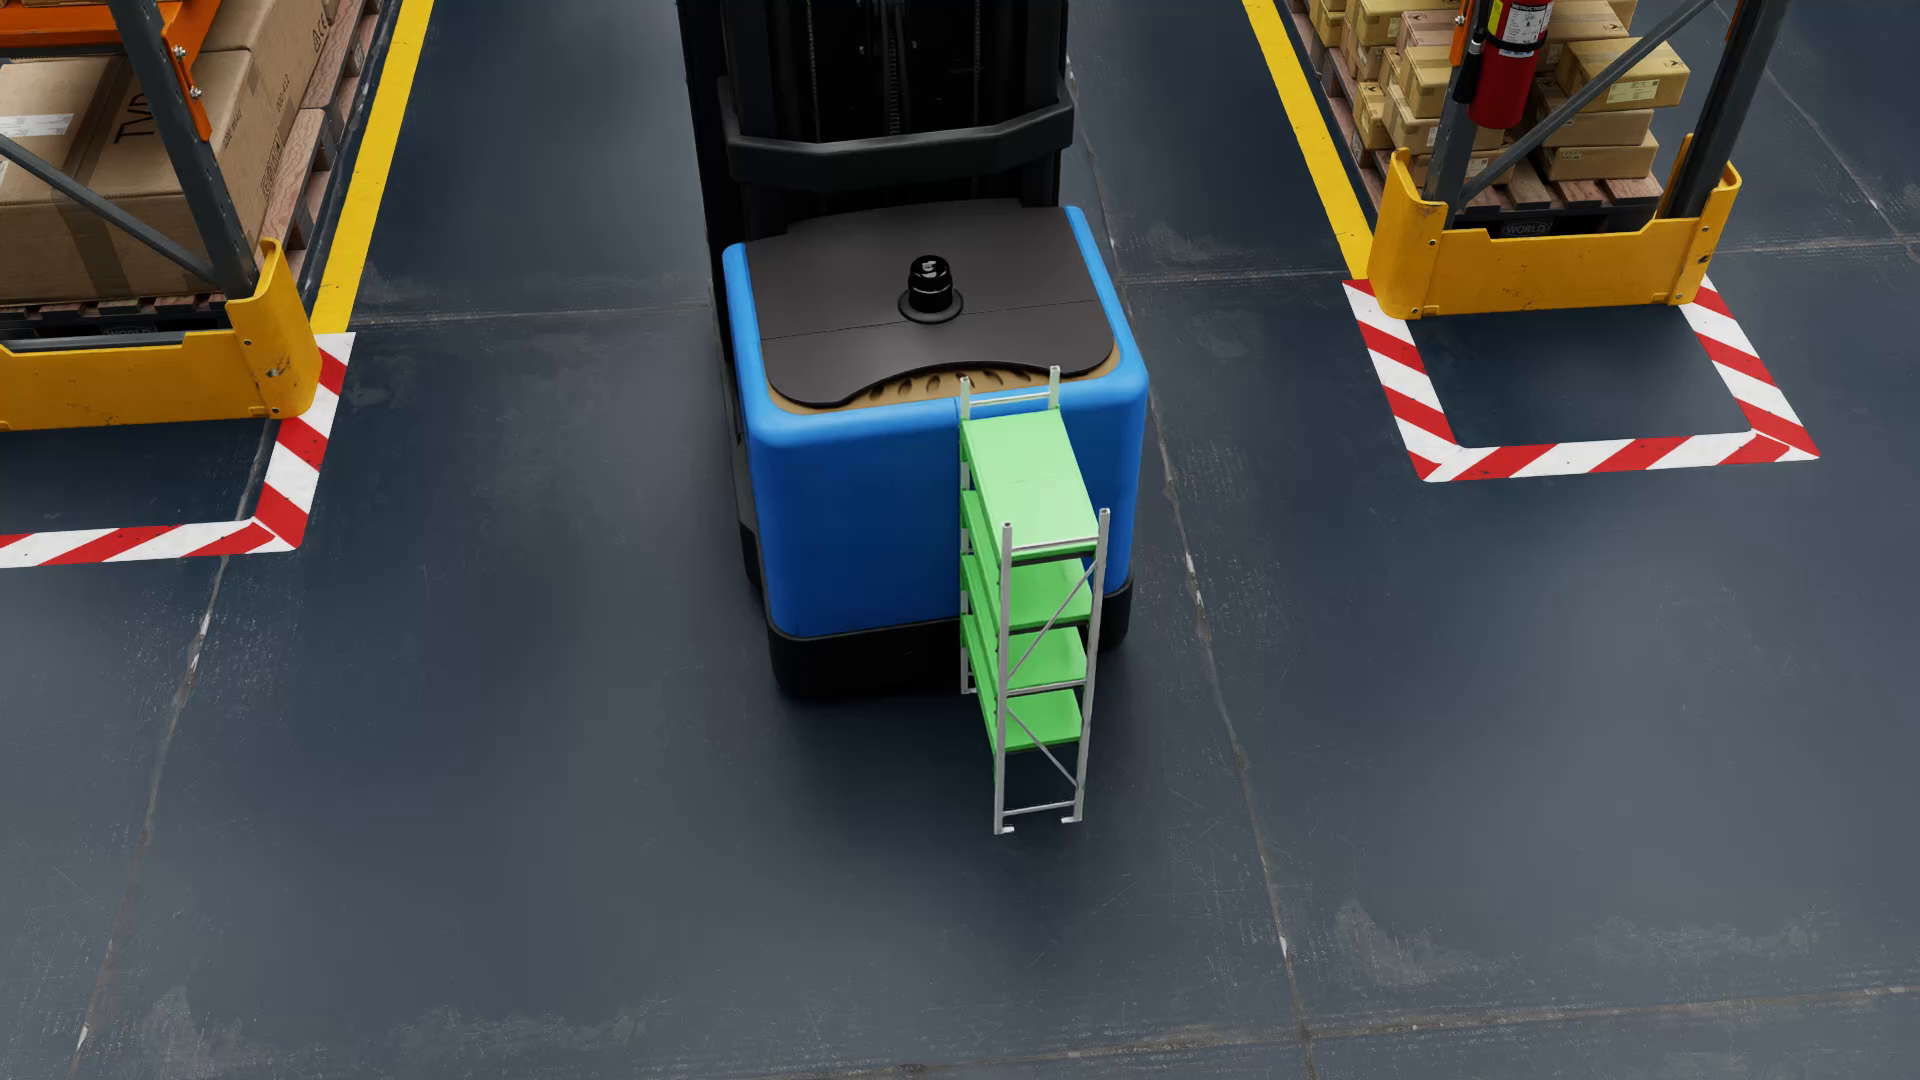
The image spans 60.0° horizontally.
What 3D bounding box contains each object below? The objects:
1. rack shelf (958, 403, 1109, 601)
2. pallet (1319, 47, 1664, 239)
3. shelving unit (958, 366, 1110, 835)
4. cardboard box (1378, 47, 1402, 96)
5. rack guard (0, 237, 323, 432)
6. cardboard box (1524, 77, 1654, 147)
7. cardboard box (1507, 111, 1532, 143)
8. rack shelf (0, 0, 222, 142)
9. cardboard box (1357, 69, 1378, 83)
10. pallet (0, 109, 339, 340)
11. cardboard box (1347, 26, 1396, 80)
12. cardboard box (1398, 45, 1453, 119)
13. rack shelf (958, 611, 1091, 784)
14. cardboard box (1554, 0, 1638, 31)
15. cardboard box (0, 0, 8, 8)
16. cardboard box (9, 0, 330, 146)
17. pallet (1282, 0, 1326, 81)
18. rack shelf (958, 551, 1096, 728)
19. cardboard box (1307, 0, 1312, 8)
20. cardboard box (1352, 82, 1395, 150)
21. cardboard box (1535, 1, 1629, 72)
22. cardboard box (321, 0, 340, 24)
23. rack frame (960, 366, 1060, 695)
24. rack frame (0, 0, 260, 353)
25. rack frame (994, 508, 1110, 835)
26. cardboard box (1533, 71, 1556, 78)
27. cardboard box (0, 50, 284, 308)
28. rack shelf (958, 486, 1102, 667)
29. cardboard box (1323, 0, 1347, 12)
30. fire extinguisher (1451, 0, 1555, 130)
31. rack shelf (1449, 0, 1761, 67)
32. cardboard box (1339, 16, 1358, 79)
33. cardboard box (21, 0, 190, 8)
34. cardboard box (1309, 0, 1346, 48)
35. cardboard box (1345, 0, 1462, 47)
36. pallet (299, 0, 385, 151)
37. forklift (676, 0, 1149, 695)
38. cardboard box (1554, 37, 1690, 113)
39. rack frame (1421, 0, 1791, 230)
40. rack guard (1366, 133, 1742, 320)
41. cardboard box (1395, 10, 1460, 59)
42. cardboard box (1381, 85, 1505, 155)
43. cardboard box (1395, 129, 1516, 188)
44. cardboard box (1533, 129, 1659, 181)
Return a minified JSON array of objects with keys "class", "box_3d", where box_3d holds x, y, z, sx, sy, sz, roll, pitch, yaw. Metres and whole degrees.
[{"class":"rack shelf","box_3d":[0.166,-0.097,3.942,0.258,0.148,0.480,-8,47,-7]},{"class":"pallet","box_3d":[2.073,-1.614,6.633,1.003,0.211,1.213,-3,47,-3]},{"class":"shelving unit","box_3d":[0.166,0.189,4.244,0.258,1.200,0.503,-8,47,-7]},{"class":"cardboard box","box_3d":[1.815,-1.751,6.312,0.380,0.149,0.250,-4,47,-4]},{"class":"rack guard","box_3d":[-2.810,-0.677,5.546,1.175,0.500,0.348,-3,47,-3]},{"class":"cardboard box","box_3d":[2.324,-1.589,6.158,0.380,0.149,0.250,-2,47,-2]},{"class":"cardboard box","box_3d":[2.284,-1.674,6.444,0.380,0.149,0.250,-4,47,-3]},{"class":"rack shelf","box_3d":[-2.980,-2.753,6.287,1.077,0.370,4.000,-3,47,-3]},{"class":"cardboard box","box_3d":[1.801,-1.836,6.597,0.380,0.149,0.250,-4,47,-3]},{"class":"pallet","box_3d":[-2.957,-1.168,6.211,1.003,0.211,1.213,-3,47,-3]},{"class":"cardboard box","box_3d":[1.738,-1.934,6.485,0.380,0.149,0.250,-5,47,-5]},{"class":"cardboard box","box_3d":[1.815,-1.664,6.024,0.380,0.149,0.250,-3,47,-3]},{"class":"rack shelf","box_3d":[0.166,0.398,4.465,0.258,0.148,0.480,-8,47,-7]},{"class":"cardboard box","box_3d":[2.370,-2.078,6.417,0.380,0.149,0.250,-4,47,-3]},{"class":"cardboard box","box_3d":[-3.116,-1.921,4.934,0.500,0.500,0.500,-3,47,-3]},{"class":"cardboard box","box_3d":[-3.052,-1.950,6.506,0.875,0.438,0.875,-2,47,-2]},{"class":"pallet","box_3d":[1.974,-2.494,7.467,1.003,0.211,1.213,-3,47,-3]},{"class":"rack shelf","box_3d":[0.166,0.233,4.291,0.258,0.148,0.480,-8,47,-7]},{"class":"cardboard box","box_3d":[1.681,-2.394,7.125,0.380,0.149,0.250,-3,47,-3]},{"class":"cardboard box","box_3d":[1.738,-1.640,6.411,0.380,0.149,0.250,-2,47,-2]},{"class":"cardboard box","box_3d":[2.264,-1.888,6.237,0.380,0.149,0.250,-3,47,-3]},{"class":"cardboard box","box_3d":[-3.126,-2.602,7.124,0.875,0.438,0.875,-5,47,-4]},{"class":"rack frame","box_3d":[0.120,0.015,4.409,0.240,1.200,0.015,-8,47,-7]},{"class":"rack frame","box_3d":[-2.812,-1.553,4.655,1.000,3.000,0.127,-3,47,-3]},{"class":"rack frame","box_3d":[0.211,0.363,4.079,0.240,1.200,0.015,-8,47,-7]},{"class":"cardboard box","box_3d":[2.357,-1.790,6.349,0.380,0.149,0.250,-4,47,-3]},{"class":"cardboard box","box_3d":[-2.967,-1.288,5.880,0.875,0.438,0.875,-5,47,-5]},{"class":"rack shelf","box_3d":[0.166,0.068,4.116,0.258,0.148,0.480,-8,47,-7]},{"class":"cardboard box","box_3d":[1.682,-2.308,6.839,0.380,0.149,0.250,-3,47,-3]},{"class":"fire extinguisher","box_3d":[1.673,-1.562,4.974,0.296,0.674,0.183,-3,47,-3]},{"class":"rack shelf","box_3d":[1.945,-3.127,6.641,1.077,0.370,4.000,-3,47,-3]},{"class":"cardboard box","box_3d":[1.768,-2.014,6.766,0.380,0.149,0.250,-3,47,-3]},{"class":"cardboard box","box_3d":[-2.566,-1.953,4.964,0.500,0.500,0.500,-4,47,-4]},{"class":"cardboard box","box_3d":[1.684,-2.195,6.937,0.380,0.149,0.250,-5,47,-5]},{"class":"cardboard box","box_3d":[1.703,-2.029,6.370,0.380,0.149,0.250,-4,47,-4]},{"class":"pallet","box_3d":[-3.056,-2.049,7.045,1.003,0.211,1.213,-3,47,-3]},{"class":"forklift","box_3d":[-0.284,-1.655,4.799,1.130,2.935,3.031,-8,47,-7]},{"class":"cardboard box","box_3d":[2.407,-1.696,6.055,0.380,0.149,0.250,-5,47,-5]},{"class":"rack frame","box_3d":[2.112,-1.927,5.010,1.000,3.000,0.127,-3,47,-3]},{"class":"rack guard","box_3d":[2.106,-1.123,5.969,1.175,0.500,0.348,-3,47,-3]},{"class":"cardboard box","box_3d":[1.851,-1.849,6.200,0.380,0.149,0.250,-3,47,-3]},{"class":"cardboard box","box_3d":[1.783,-1.558,6.129,0.380,0.149,0.250,-5,47,-4]},{"class":"cardboard box","box_3d":[1.860,-1.460,6.241,0.380,0.149,0.250,-3,47,-3]},{"class":"cardboard box","box_3d":[2.387,-1.490,6.270,0.380,0.149,0.250,-3,47,-2]}]
